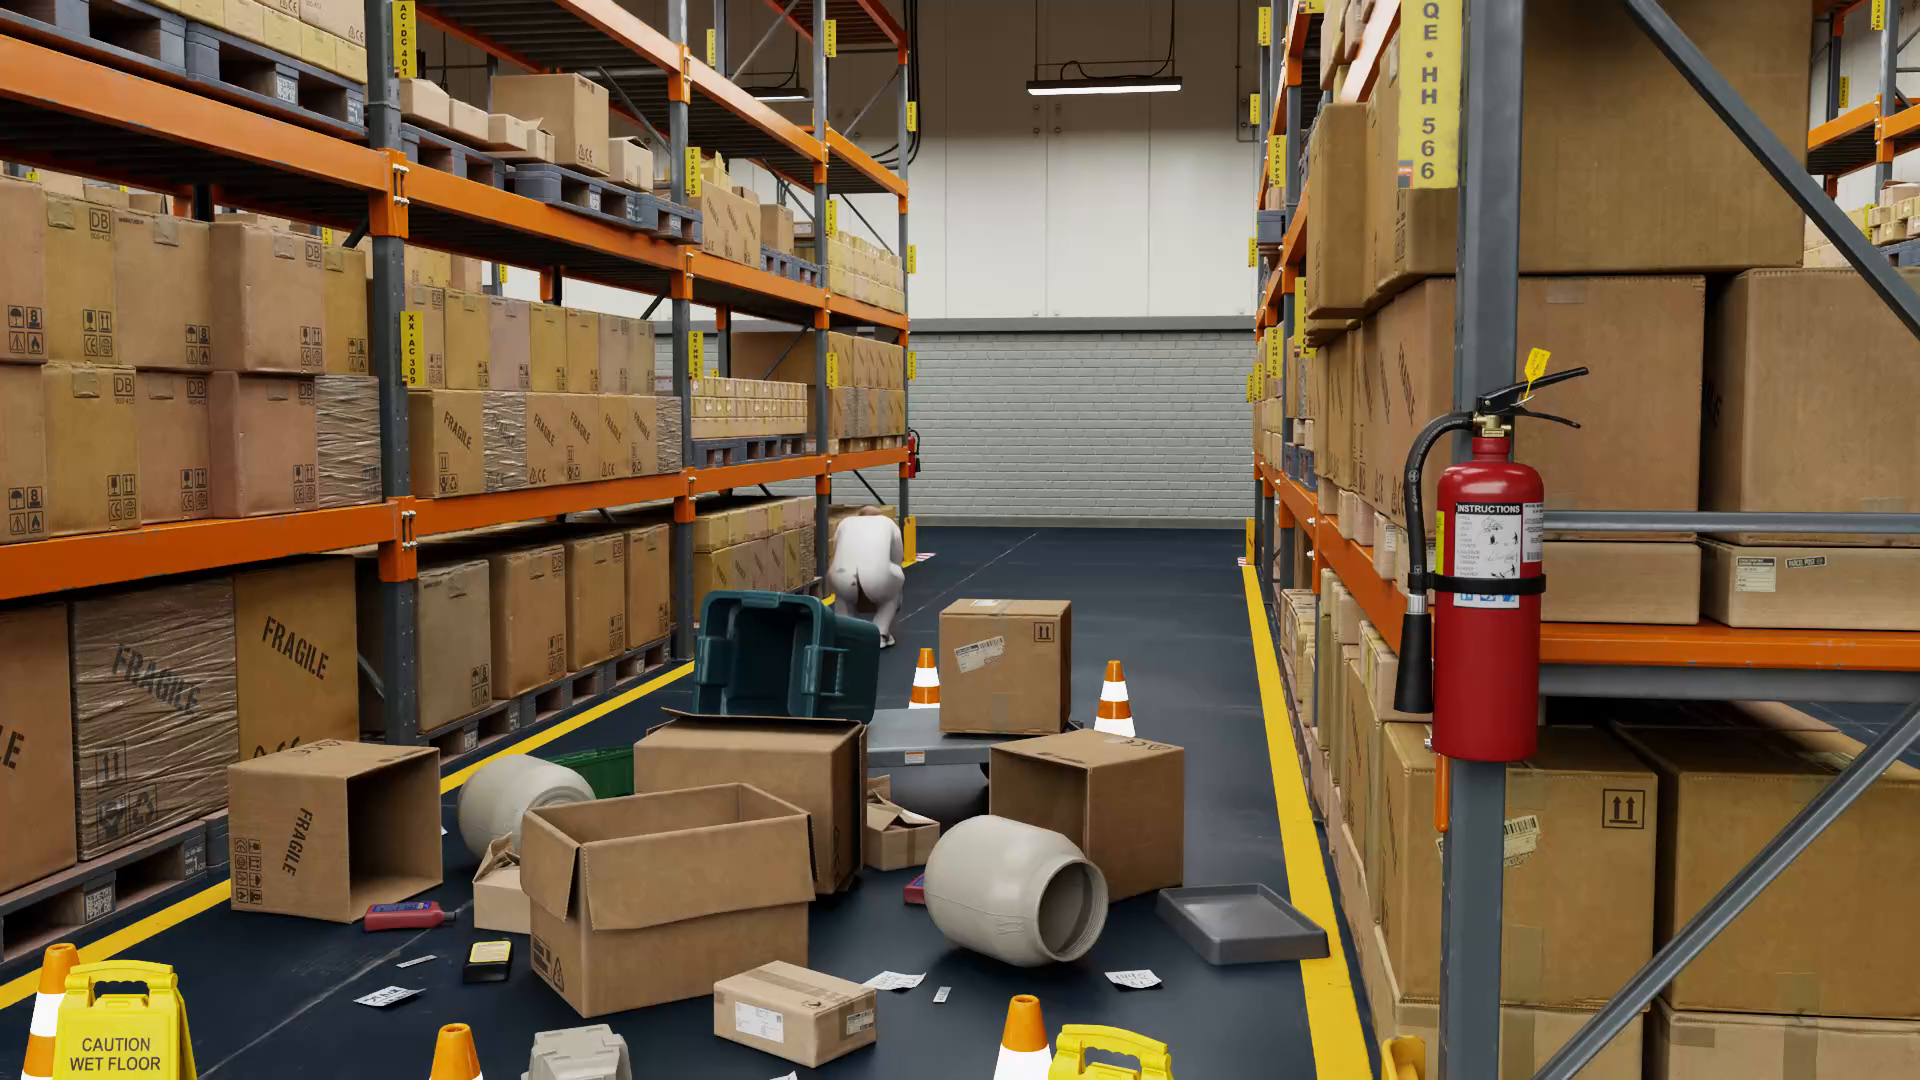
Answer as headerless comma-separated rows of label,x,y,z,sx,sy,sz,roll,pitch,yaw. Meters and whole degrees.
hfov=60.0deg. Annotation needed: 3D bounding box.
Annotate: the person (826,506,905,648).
person,-0.679,0.267,12.222,0.584,1.000,0.950,1,4,7
